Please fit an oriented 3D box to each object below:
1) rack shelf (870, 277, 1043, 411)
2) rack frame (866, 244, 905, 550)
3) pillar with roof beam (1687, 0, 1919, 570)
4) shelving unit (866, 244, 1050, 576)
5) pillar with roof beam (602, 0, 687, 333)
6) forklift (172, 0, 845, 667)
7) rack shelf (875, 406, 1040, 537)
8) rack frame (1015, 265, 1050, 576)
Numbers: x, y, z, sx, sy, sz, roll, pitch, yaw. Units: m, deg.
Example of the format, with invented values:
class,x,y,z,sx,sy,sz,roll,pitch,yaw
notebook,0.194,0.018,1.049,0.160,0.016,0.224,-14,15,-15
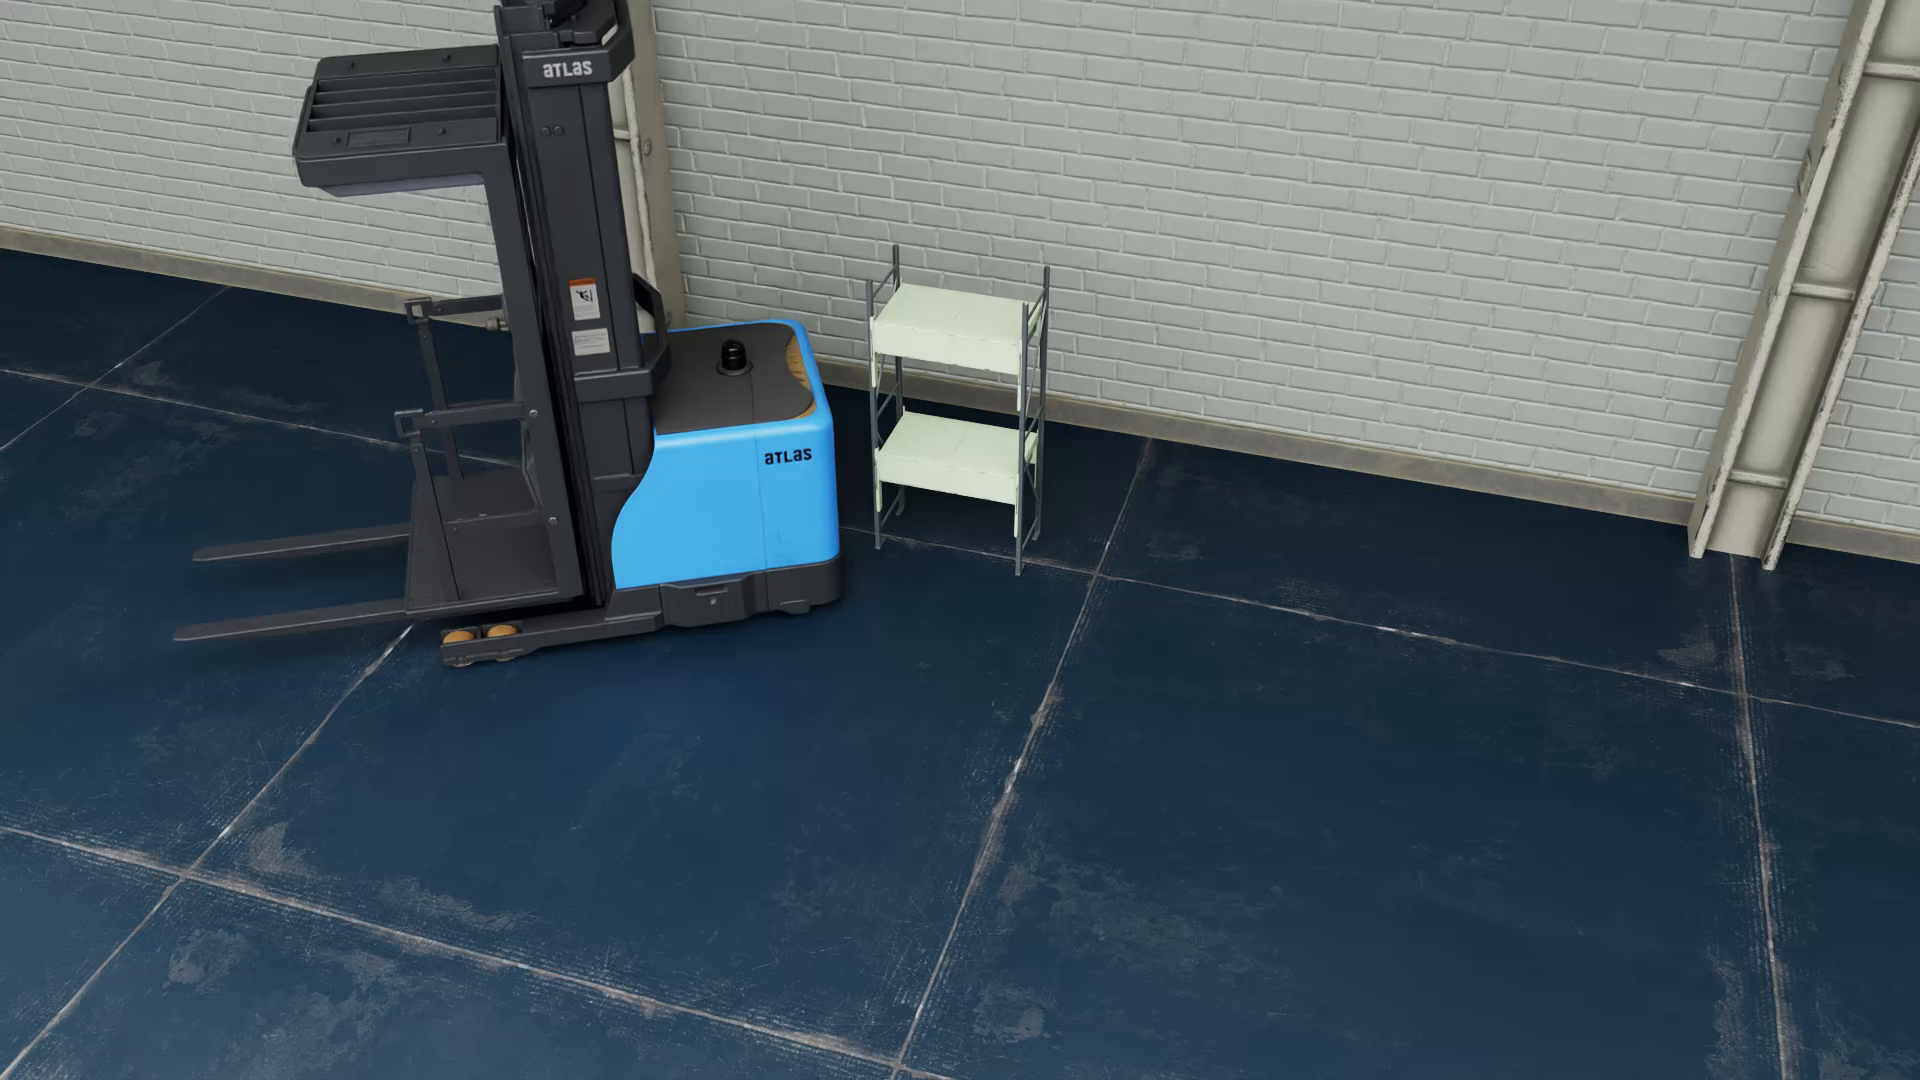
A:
class,x,y,z,sx,sy,sz,roll,pitch,yaw
rack shelf,-0.006,-0.920,7.761,0.720,0.370,0.431,10,38,14
rack frame,-0.356,-0.670,8.080,0.023,1.500,0.400,10,38,14
pillar with roof beam,2.605,-1.159,2.418,0.400,9.000,9.100,10,38,14
shelving unit,-0.006,-0.605,7.992,0.755,1.500,0.431,10,38,14
pillar with roof beam,-3.122,-2.219,3.859,0.400,9.000,9.100,10,38,14
forklift,-2.127,-0.942,7.242,3.031,2.935,1.130,-8,37,-10
rack shelf,-0.006,-0.343,8.185,0.720,0.370,0.431,10,38,14
rack frame,0.343,-0.541,7.904,0.023,1.500,0.400,10,38,14
